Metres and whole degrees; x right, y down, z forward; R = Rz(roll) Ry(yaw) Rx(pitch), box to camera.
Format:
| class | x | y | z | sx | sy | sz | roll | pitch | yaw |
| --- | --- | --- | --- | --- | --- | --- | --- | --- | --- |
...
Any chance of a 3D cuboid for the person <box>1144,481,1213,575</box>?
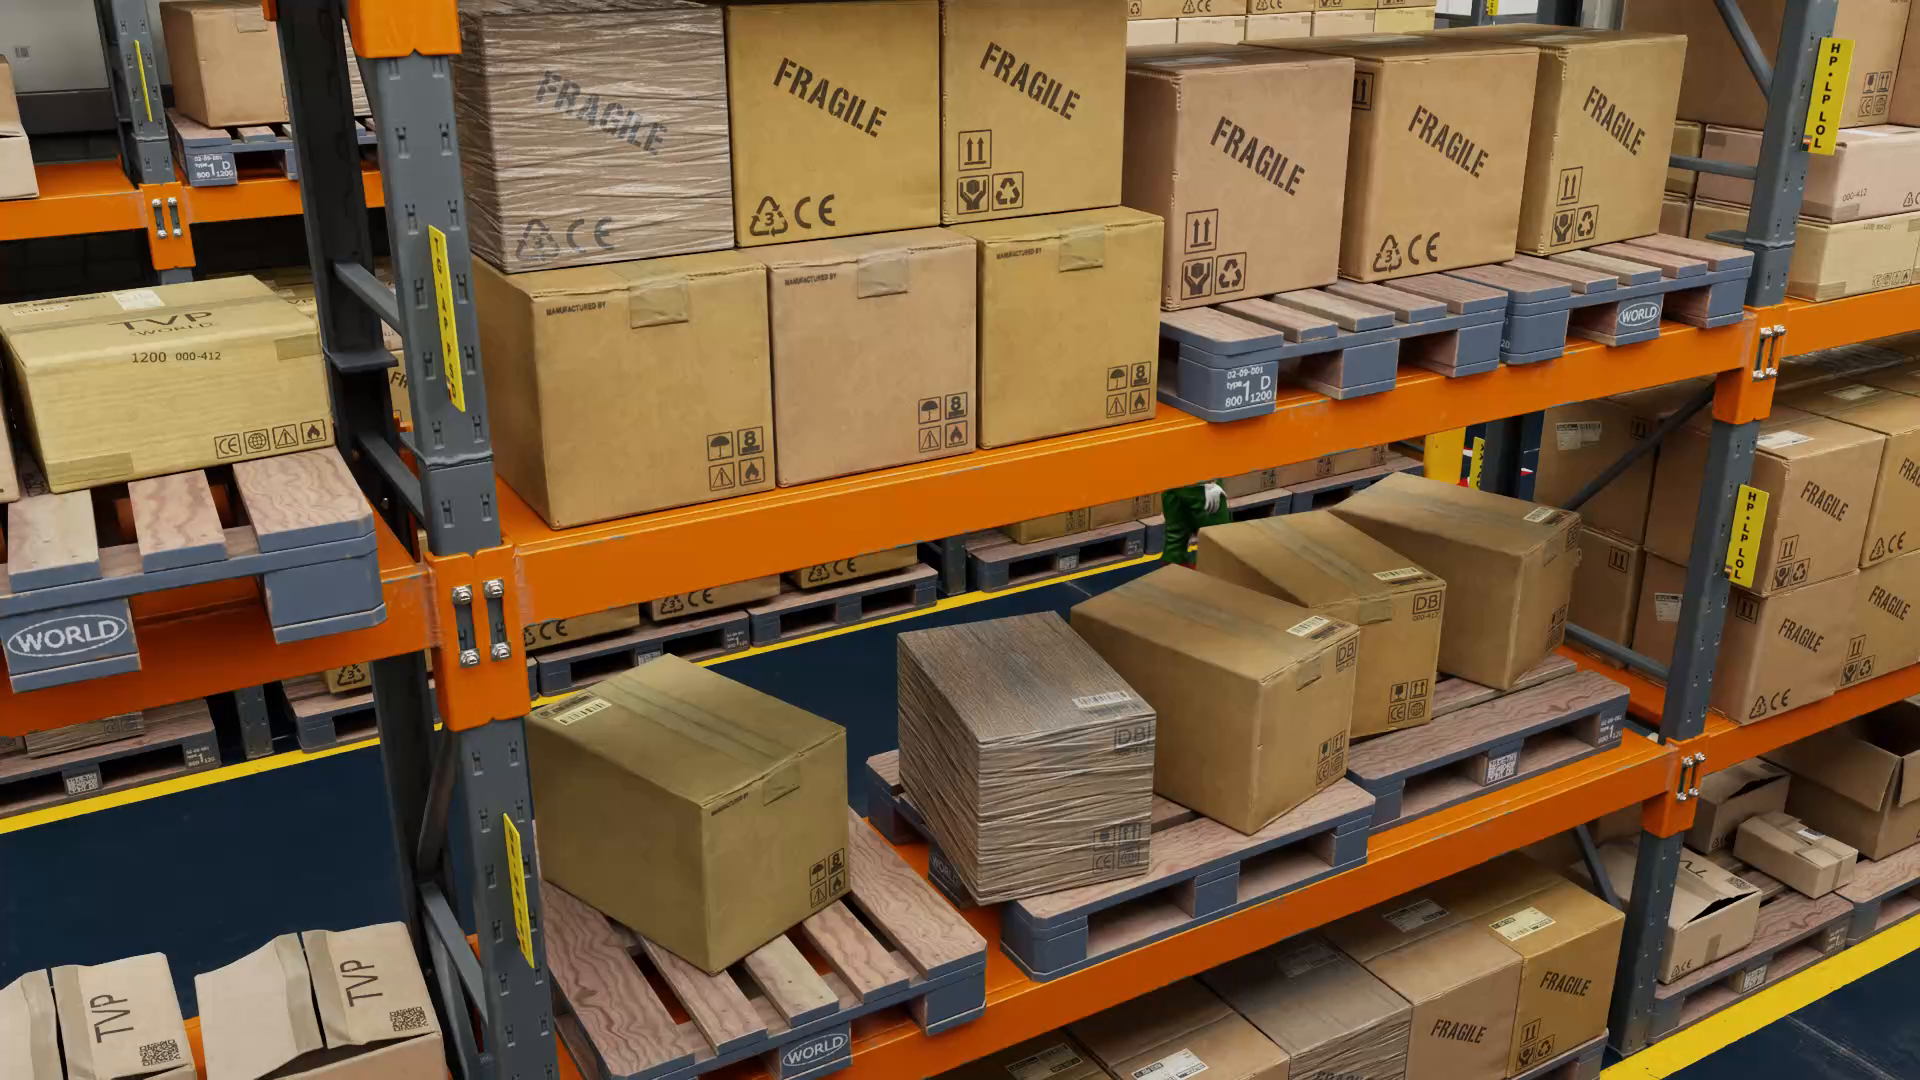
| class | x | y | z | sx | sy | sz | roll | pitch | yaw |
| --- | --- | --- | --- | --- | --- | --- | --- | --- | --- |
| person | 1.252 | -0.363 | 9.477 | 0.344 | 1.784 | 0.525 | -12 | 24 | -27 |
